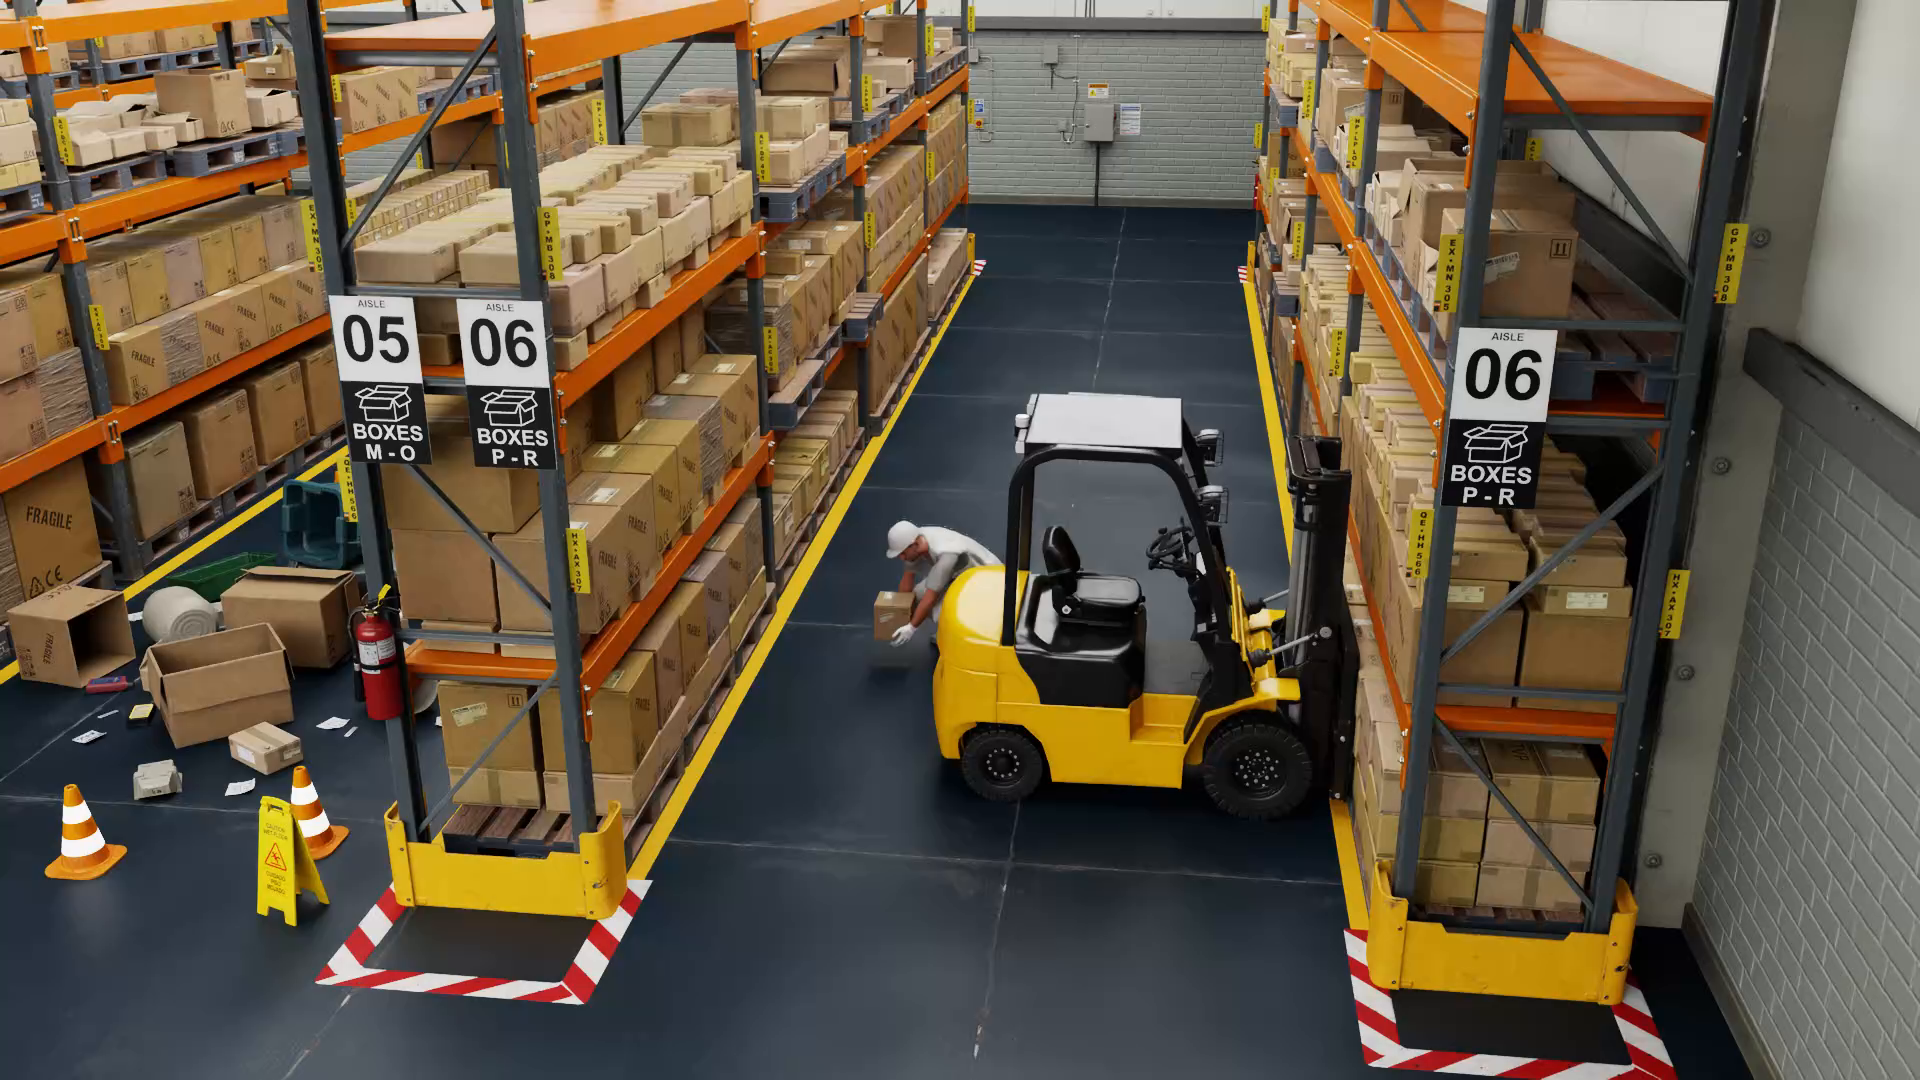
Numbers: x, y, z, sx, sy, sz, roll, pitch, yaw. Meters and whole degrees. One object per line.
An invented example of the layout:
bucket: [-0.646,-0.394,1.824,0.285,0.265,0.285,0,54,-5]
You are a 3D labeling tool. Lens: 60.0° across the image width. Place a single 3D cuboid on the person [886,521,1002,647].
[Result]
person: [-0.115,0.306,11.321,0.886,1.027,0.573,-8,23,-21]
